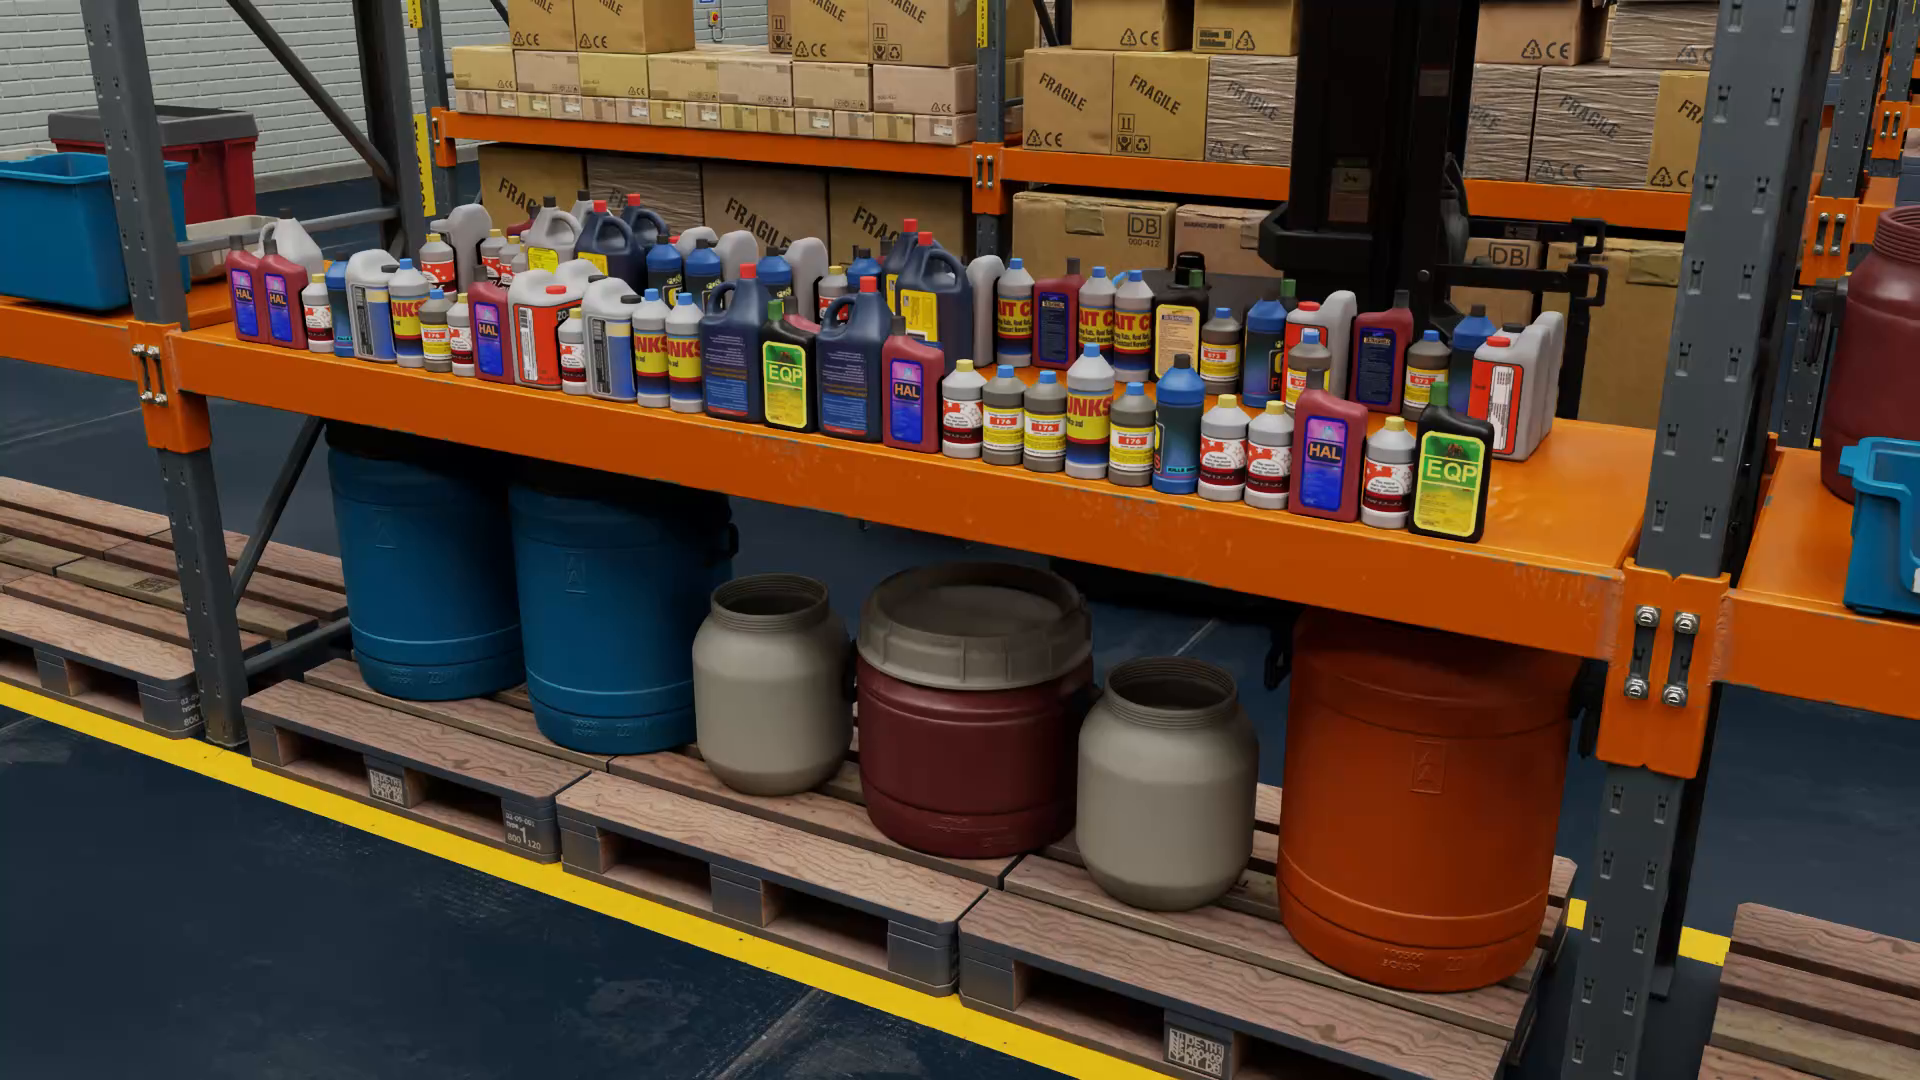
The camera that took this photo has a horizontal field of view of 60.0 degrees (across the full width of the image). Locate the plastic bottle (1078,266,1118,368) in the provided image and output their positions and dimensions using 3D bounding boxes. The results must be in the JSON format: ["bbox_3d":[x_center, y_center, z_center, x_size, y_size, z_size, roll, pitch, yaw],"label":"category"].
[{"bbox_3d":[0.345,-0.547,4.162,0.097,0.271,0.097,0,20,0],"label":"plastic bottle"}]

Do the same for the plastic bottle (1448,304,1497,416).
[{"bbox_3d":[1.151,-0.393,3.739,0.097,0.271,0.097,0,20,0],"label":"plastic bottle"}]

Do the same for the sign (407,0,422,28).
[{"bbox_3d":[-3.385,-3.343,10.296,0.005,0.325,0.100,11,23,27],"label":"sign"}]

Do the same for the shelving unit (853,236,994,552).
[{"bbox_3d":[-0.145,-0.592,6.736,0.503,1.200,0.258,11,23,27],"label":"shelving unit"}]

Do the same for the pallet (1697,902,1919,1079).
[{"bbox_3d":[2.117,1.193,3.266,1.213,0.211,1.003,11,23,27],"label":"pallet"}]

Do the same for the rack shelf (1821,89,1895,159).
[{"bbox_3d":[4.636,-3.187,12.306,4.000,0.370,1.077,11,23,27],"label":"rack shelf"}]

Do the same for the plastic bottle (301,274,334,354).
[{"bbox_3d":[-1.695,-0.606,4.428,0.097,0.201,0.097,0,20,0],"label":"plastic bottle"}]

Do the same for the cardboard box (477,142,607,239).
[{"bbox_3d":[-2.512,-2.179,10.973,0.875,0.875,0.875,11,23,27],"label":"cardboard box"}]

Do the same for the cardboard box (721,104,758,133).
[{"bbox_3d":[-1.165,-2.446,9.579,0.250,0.149,0.380,10,22,26],"label":"cardboard box"}]

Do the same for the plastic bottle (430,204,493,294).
[{"bbox_3d":[-1.531,-0.896,5.117,0.135,0.276,0.152,11,23,27],"label":"plastic bottle"}]

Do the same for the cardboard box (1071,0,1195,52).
[{"bbox_3d":[0.944,-2.812,8.602,0.637,0.503,0.797,10,22,26],"label":"cardboard box"}]

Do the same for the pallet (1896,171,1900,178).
[{"bbox_3d":[9.389,-3.241,15.491,1.213,0.211,1.003,11,23,27],"label":"pallet"}]

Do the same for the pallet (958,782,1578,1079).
[{"bbox_3d":[0.751,0.934,3.980,1.213,0.211,1.003,11,23,27],"label":"pallet"}]

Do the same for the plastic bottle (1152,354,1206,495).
[{"bbox_3d":[0.435,-0.233,3.298,0.097,0.271,0.097,0,20,0],"label":"plastic bottle"}]

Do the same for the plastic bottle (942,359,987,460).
[{"bbox_3d":[0.010,-0.281,3.533,0.097,0.201,0.097,0,20,0],"label":"plastic bottle"}]

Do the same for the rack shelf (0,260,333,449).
[{"bbox_3d":[-3.779,-0.918,6.051,4.000,0.370,1.077,11,23,27],"label":"rack shelf"}]

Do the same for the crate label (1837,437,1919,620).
[{"bbox_3d":[1.644,0.002,2.705,0.416,0.233,0.303,11,23,27],"label":"crate label"}]

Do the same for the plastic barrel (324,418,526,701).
[{"bbox_3d":[-1.566,-0.039,5.034,0.708,0.901,0.600,11,23,27],"label":"plastic barrel"}]

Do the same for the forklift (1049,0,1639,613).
[{"bbox_3d":[1.912,-1.161,5.769,3.031,2.935,1.130,7,21,18],"label":"forklift"}]

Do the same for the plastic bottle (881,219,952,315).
[{"bbox_3d":[-0.109,-0.661,4.362,0.185,0.351,0.144,11,23,27],"label":"plastic bottle"}]

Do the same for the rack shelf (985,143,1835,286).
[{"bbox_3d":[2.129,-1.727,8.282,4.000,0.370,1.077,11,23,27],"label":"rack shelf"}]

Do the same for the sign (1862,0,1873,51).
[{"bbox_3d":[3.607,-2.111,6.588,0.005,0.325,0.100,11,23,27],"label":"sign"}]

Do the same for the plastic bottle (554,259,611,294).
[{"bbox_3d":[-0.932,-0.566,4.208,0.135,0.276,0.152,11,23,27],"label":"plastic bottle"}]

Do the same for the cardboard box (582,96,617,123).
[{"bbox_3d":[-2.062,-2.617,10.050,0.250,0.149,0.380,10,22,26],"label":"cardboard box"}]

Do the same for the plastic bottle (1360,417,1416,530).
[{"bbox_3d":[0.806,-0.129,3.115,0.097,0.201,0.097,0,20,0],"label":"plastic bottle"}]

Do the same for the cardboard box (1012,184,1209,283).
[{"bbox_3d":[0.951,-1.496,9.090,0.875,0.875,1.225,11,23,27],"label":"cardboard box"}]

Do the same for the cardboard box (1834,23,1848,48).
[{"bbox_3d":[5.729,-3.358,11.040,0.250,0.149,0.380,11,23,28],"label":"cardboard box"}]

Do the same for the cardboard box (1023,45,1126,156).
[{"bbox_3d":[0.662,-2.294,8.643,0.500,0.500,0.500,11,23,27],"label":"cardboard box"}]

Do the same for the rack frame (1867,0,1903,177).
[{"bbox_3d":[8.708,-4.683,15.375,0.127,3.000,1.000,11,23,27],"label":"rack frame"}]

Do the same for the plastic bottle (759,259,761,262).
[{"bbox_3d":[-0.540,-0.682,4.639,0.097,0.201,0.097,0,20,0],"label":"plastic bottle"}]

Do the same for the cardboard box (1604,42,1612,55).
[{"bbox_3d":[4.610,-3.432,11.679,0.250,0.149,0.380,12,23,29],"label":"cardboard box"}]

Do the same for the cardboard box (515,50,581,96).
[{"bbox_3d":[-2.365,-2.888,10.210,0.500,0.250,0.500,10,22,27],"label":"cardboard box"}]

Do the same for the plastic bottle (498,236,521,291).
[{"bbox_3d":[-1.330,-0.809,4.988,0.097,0.201,0.097,0,20,0],"label":"plastic bottle"}]

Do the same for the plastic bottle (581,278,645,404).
[{"bbox_3d":[-0.804,-0.482,3.977,0.135,0.276,0.152,11,23,27],"label":"plastic bottle"}]

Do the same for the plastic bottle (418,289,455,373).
[{"bbox_3d":[-1.322,-0.535,4.232,0.097,0.201,0.097,0,20,0],"label":"plastic bottle"}]

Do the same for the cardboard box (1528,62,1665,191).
[{"bbox_3d":[2.891,-1.872,7.481,0.500,0.500,0.500,11,22,27],"label":"cardboard box"}]

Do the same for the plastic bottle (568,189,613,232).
[{"bbox_3d":[-1.071,-0.845,4.867,0.185,0.351,0.144,11,23,27],"label":"plastic bottle"}]

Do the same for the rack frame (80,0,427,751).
[{"bbox_3d":[-2.033,-0.923,5.011,0.127,3.000,1.000,11,23,27],"label":"rack frame"}]

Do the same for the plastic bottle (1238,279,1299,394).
[{"bbox_3d":[0.741,-0.484,3.972,0.133,0.283,0.061,11,23,27],"label":"plastic bottle"}]

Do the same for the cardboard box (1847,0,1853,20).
[{"bbox_3d":[6.069,-3.686,11.509,0.250,0.149,0.380,11,23,27],"label":"cardboard box"}]

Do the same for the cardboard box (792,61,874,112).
[{"bbox_3d":[-0.584,-2.548,9.273,0.500,0.250,0.500,12,23,29],"label":"cardboard box"}]

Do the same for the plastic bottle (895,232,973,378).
[{"bbox_3d":[-0.066,-0.594,4.175,0.185,0.351,0.144,11,23,27],"label":"plastic bottle"}]

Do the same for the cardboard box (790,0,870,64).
[{"bbox_3d":[-0.584,-2.901,9.148,0.500,0.500,0.500,11,23,28],"label":"cardboard box"}]

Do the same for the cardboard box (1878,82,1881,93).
[{"bbox_3d":[10.651,-5.190,19.823,0.500,0.500,0.500,12,23,29],"label":"cardboard box"}]

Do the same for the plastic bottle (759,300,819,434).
[{"bbox_3d":[-0.378,-0.386,3.703,0.133,0.283,0.061,11,23,27],"label":"plastic bottle"}]

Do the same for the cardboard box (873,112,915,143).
[{"bbox_3d":[-0.269,-2.276,9.108,0.250,0.149,0.380,11,23,28],"label":"cardboard box"}]

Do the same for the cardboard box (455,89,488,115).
[{"bbox_3d":[-2.960,-2.788,10.519,0.250,0.149,0.380,11,23,28],"label":"cardboard box"}]

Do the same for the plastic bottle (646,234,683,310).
[{"bbox_3d":[-0.816,-0.709,4.608,0.097,0.271,0.097,0,20,0],"label":"plastic bottle"}]

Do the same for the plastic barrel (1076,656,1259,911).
[{"bbox_3d":[0.487,0.571,3.926,0.421,0.512,0.421,0,20,0],"label":"plastic barrel"}]
